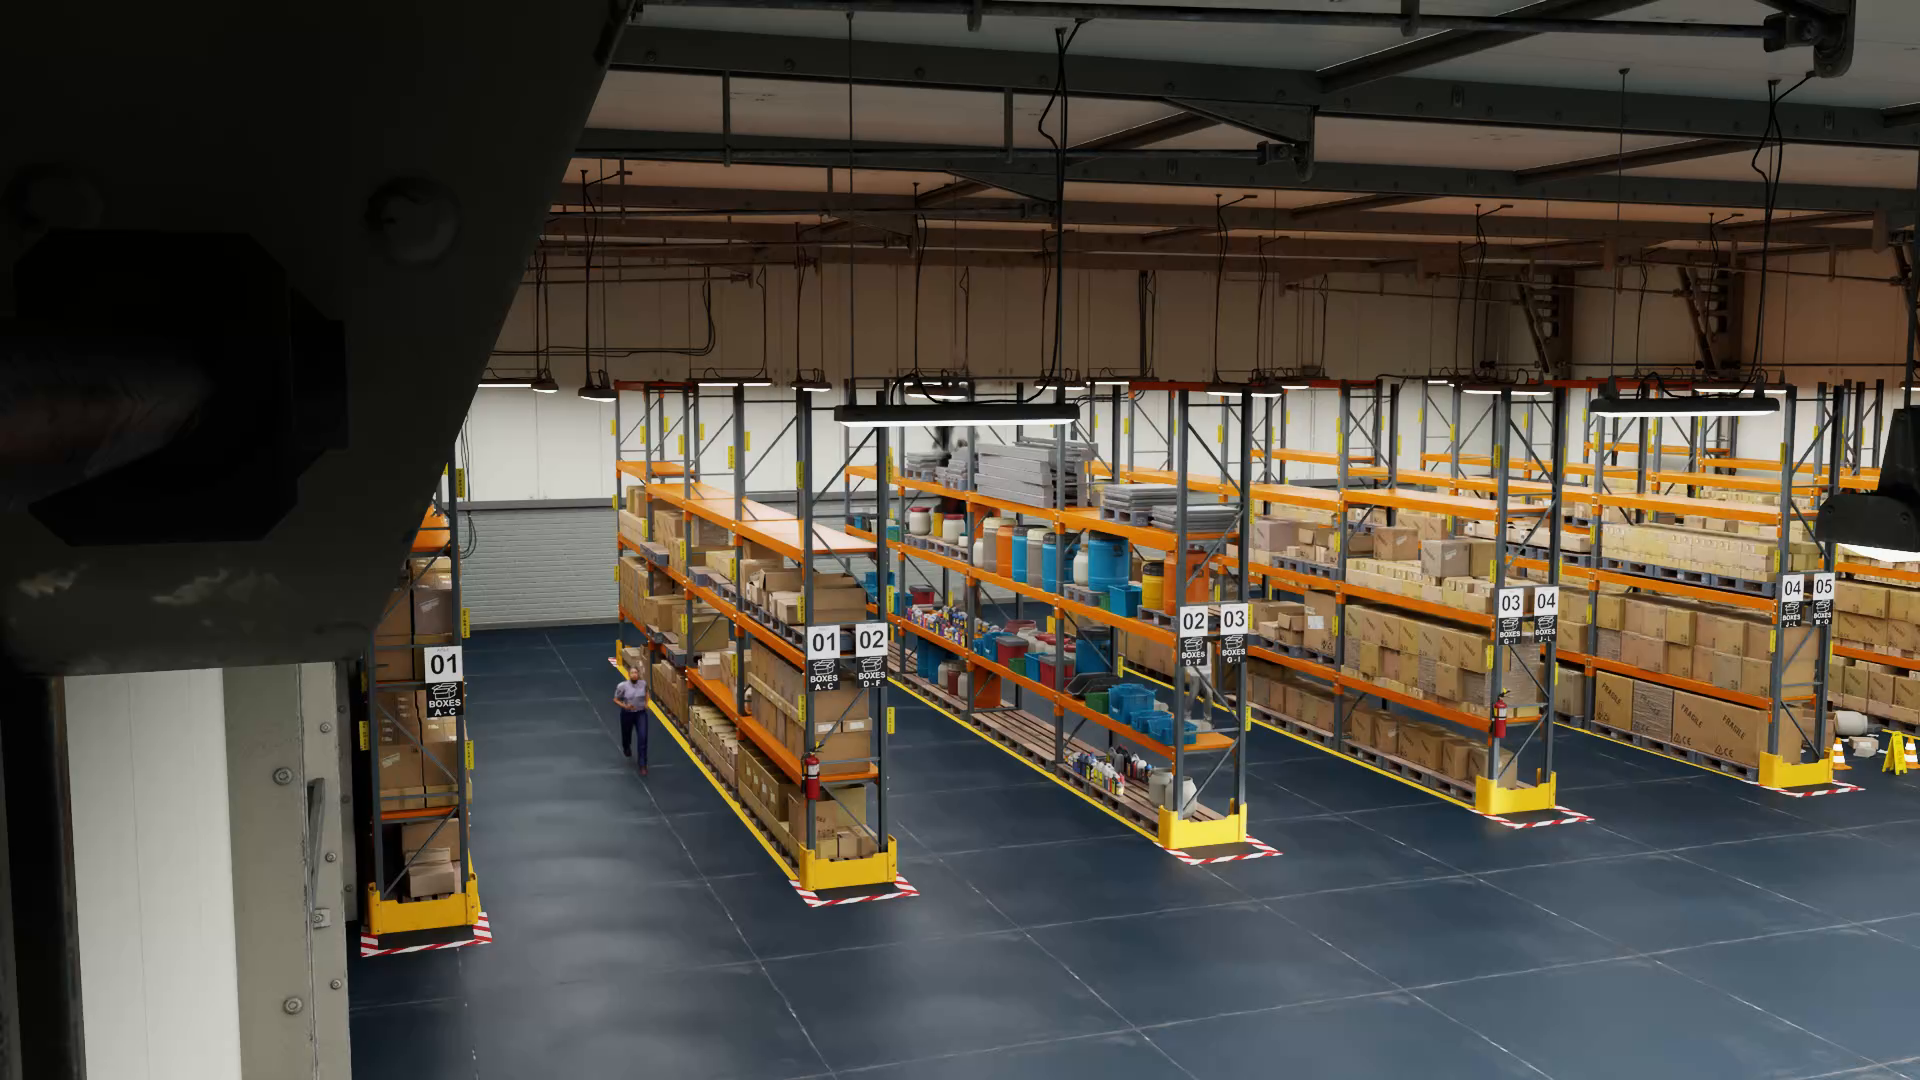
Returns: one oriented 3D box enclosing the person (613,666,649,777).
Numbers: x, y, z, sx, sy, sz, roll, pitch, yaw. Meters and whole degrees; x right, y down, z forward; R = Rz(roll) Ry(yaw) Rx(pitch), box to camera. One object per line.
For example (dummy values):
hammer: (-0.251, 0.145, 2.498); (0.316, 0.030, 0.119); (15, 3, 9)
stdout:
person: (-5.116, 2.792, 25.968); (0.574, 1.658, 1.038); (-2, 6, -16)

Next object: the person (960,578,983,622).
person: (0.179, 1.324, 39.546); (1.027, 1.736, 0.730); (-2, 6, -16)

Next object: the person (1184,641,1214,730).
person: (4.163, 2.382, 29.042); (0.720, 1.833, 0.787); (-2, 6, -19)
